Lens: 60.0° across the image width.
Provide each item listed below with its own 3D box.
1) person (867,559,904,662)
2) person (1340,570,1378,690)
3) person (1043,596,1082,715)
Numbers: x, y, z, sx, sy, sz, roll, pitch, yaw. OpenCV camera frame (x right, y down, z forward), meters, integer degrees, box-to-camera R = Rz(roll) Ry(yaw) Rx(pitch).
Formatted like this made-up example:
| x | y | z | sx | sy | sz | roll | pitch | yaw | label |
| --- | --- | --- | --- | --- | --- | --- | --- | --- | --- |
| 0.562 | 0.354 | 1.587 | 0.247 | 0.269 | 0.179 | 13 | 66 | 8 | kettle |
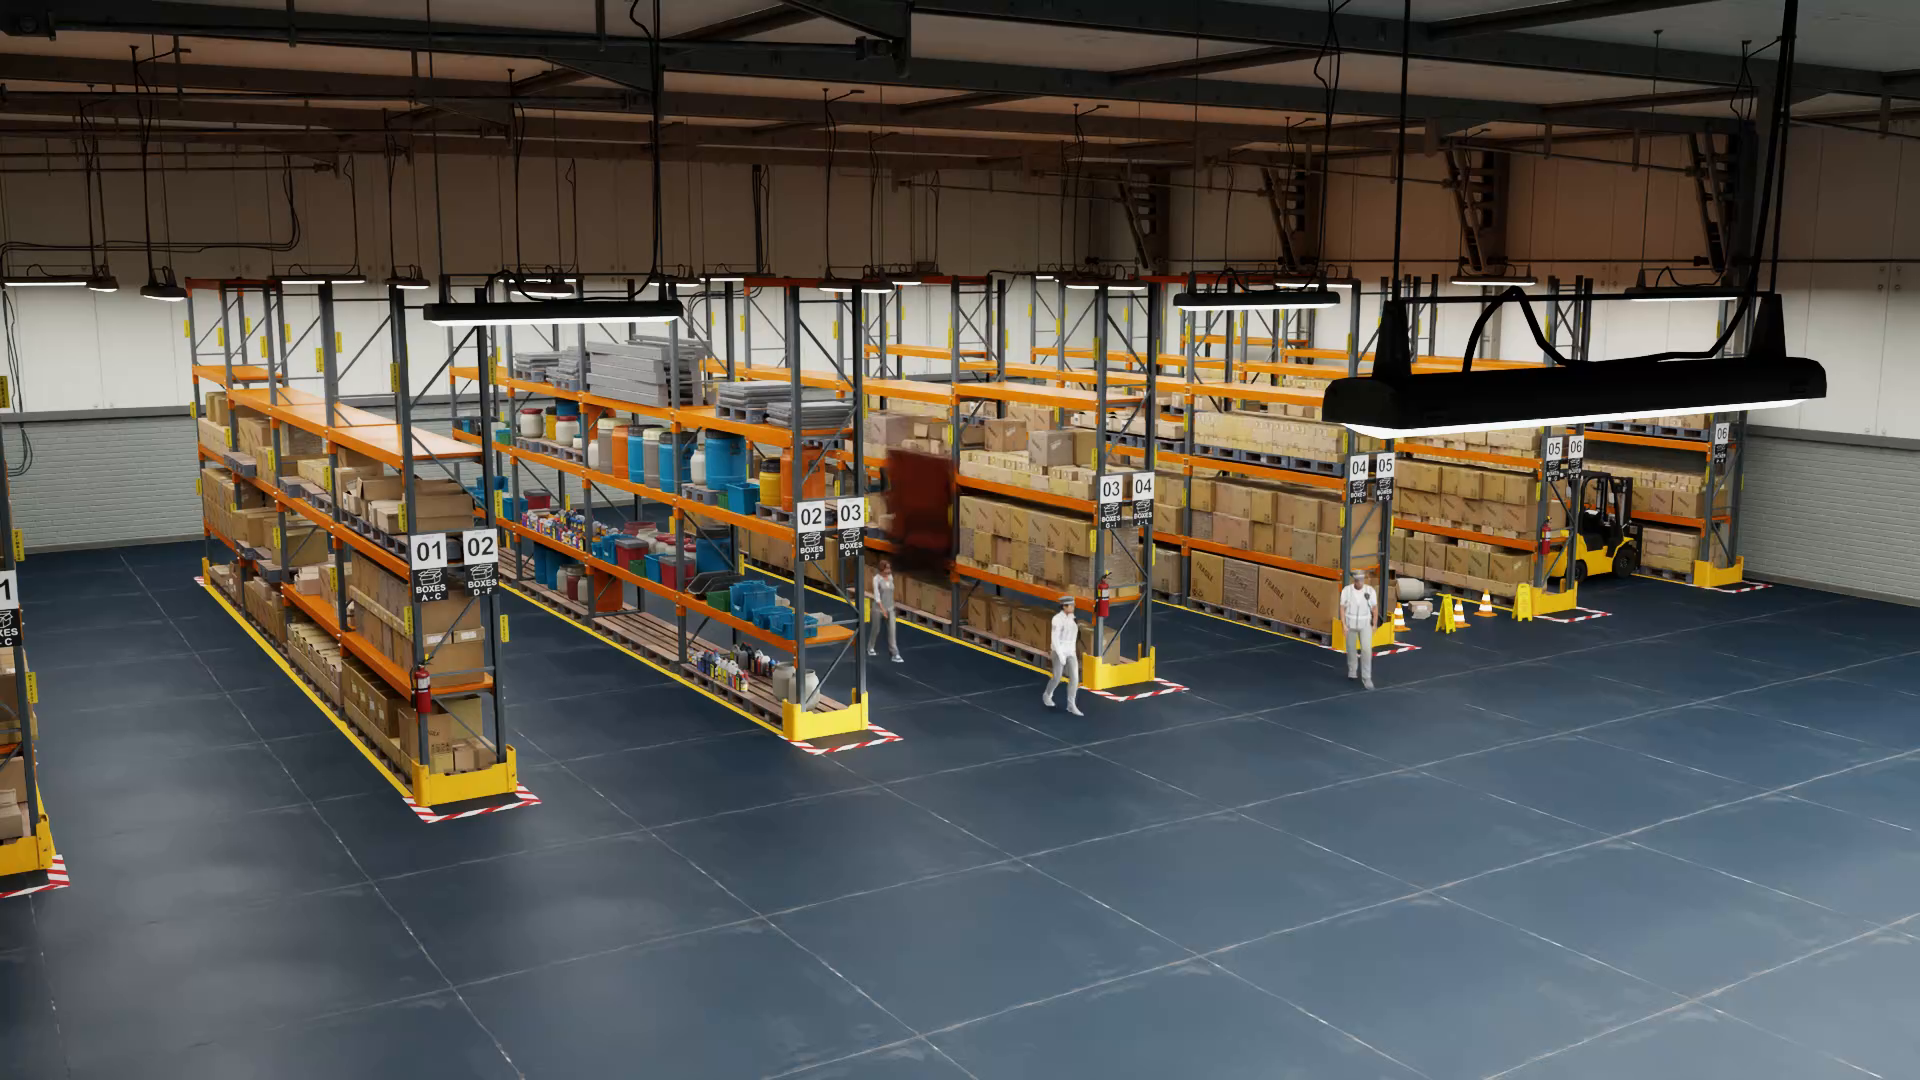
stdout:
| x | y | z | sx | sy | sz | roll | pitch | yaw | label |
| --- | --- | --- | --- | --- | --- | --- | --- | --- | --- |
| -1.127 | 1.064 | 25.324 | 0.401 | 1.545 | 0.967 | -6 | 11 | -30 | person |
| 6.006 | 1.297 | 25.055 | 0.579 | 1.736 | 0.863 | 3 | 10 | 18 | person |
| 1.487 | 1.616 | 23.565 | 0.732 | 1.674 | 0.562 | 9 | 13 | 43 | person |
